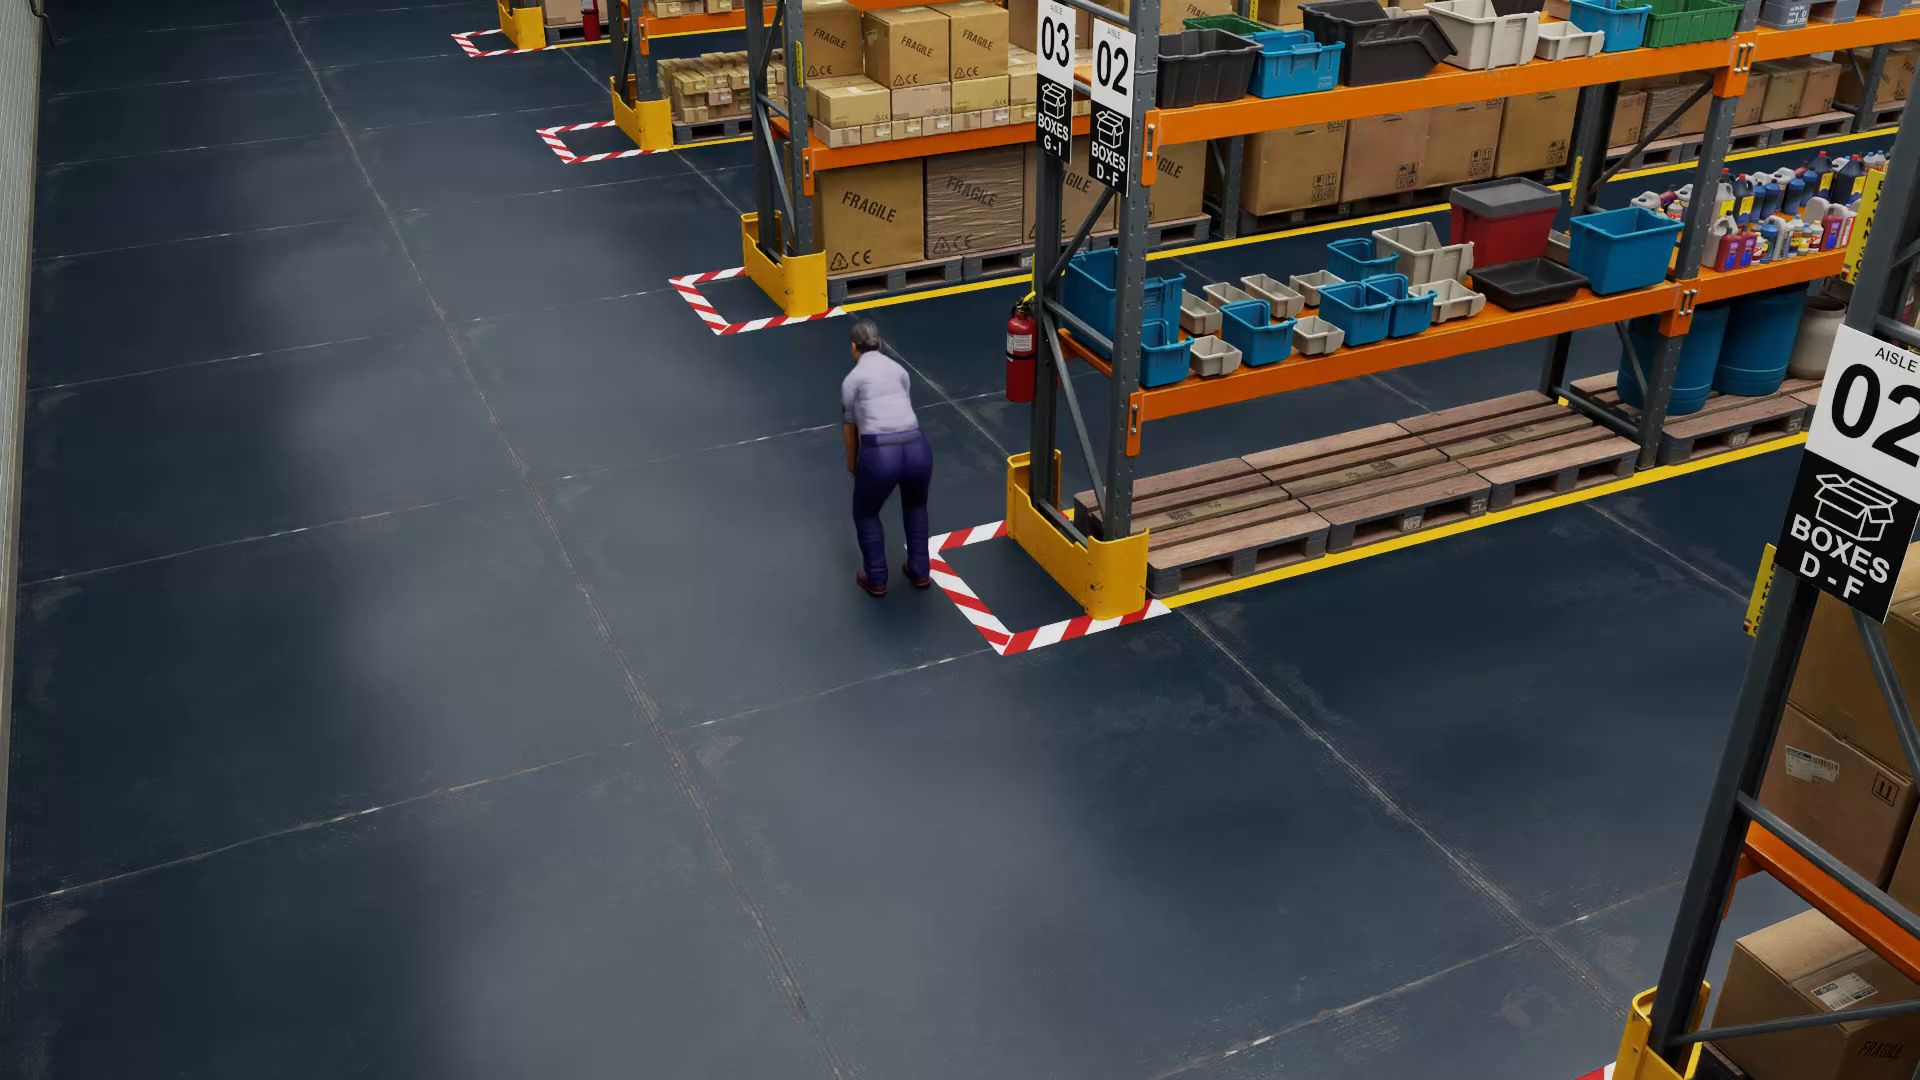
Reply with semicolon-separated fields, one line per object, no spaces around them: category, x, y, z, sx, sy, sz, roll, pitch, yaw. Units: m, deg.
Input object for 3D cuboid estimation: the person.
person;-0.427;-0.454;9.421;0.441;1.497;0.675;-12;32;-20
